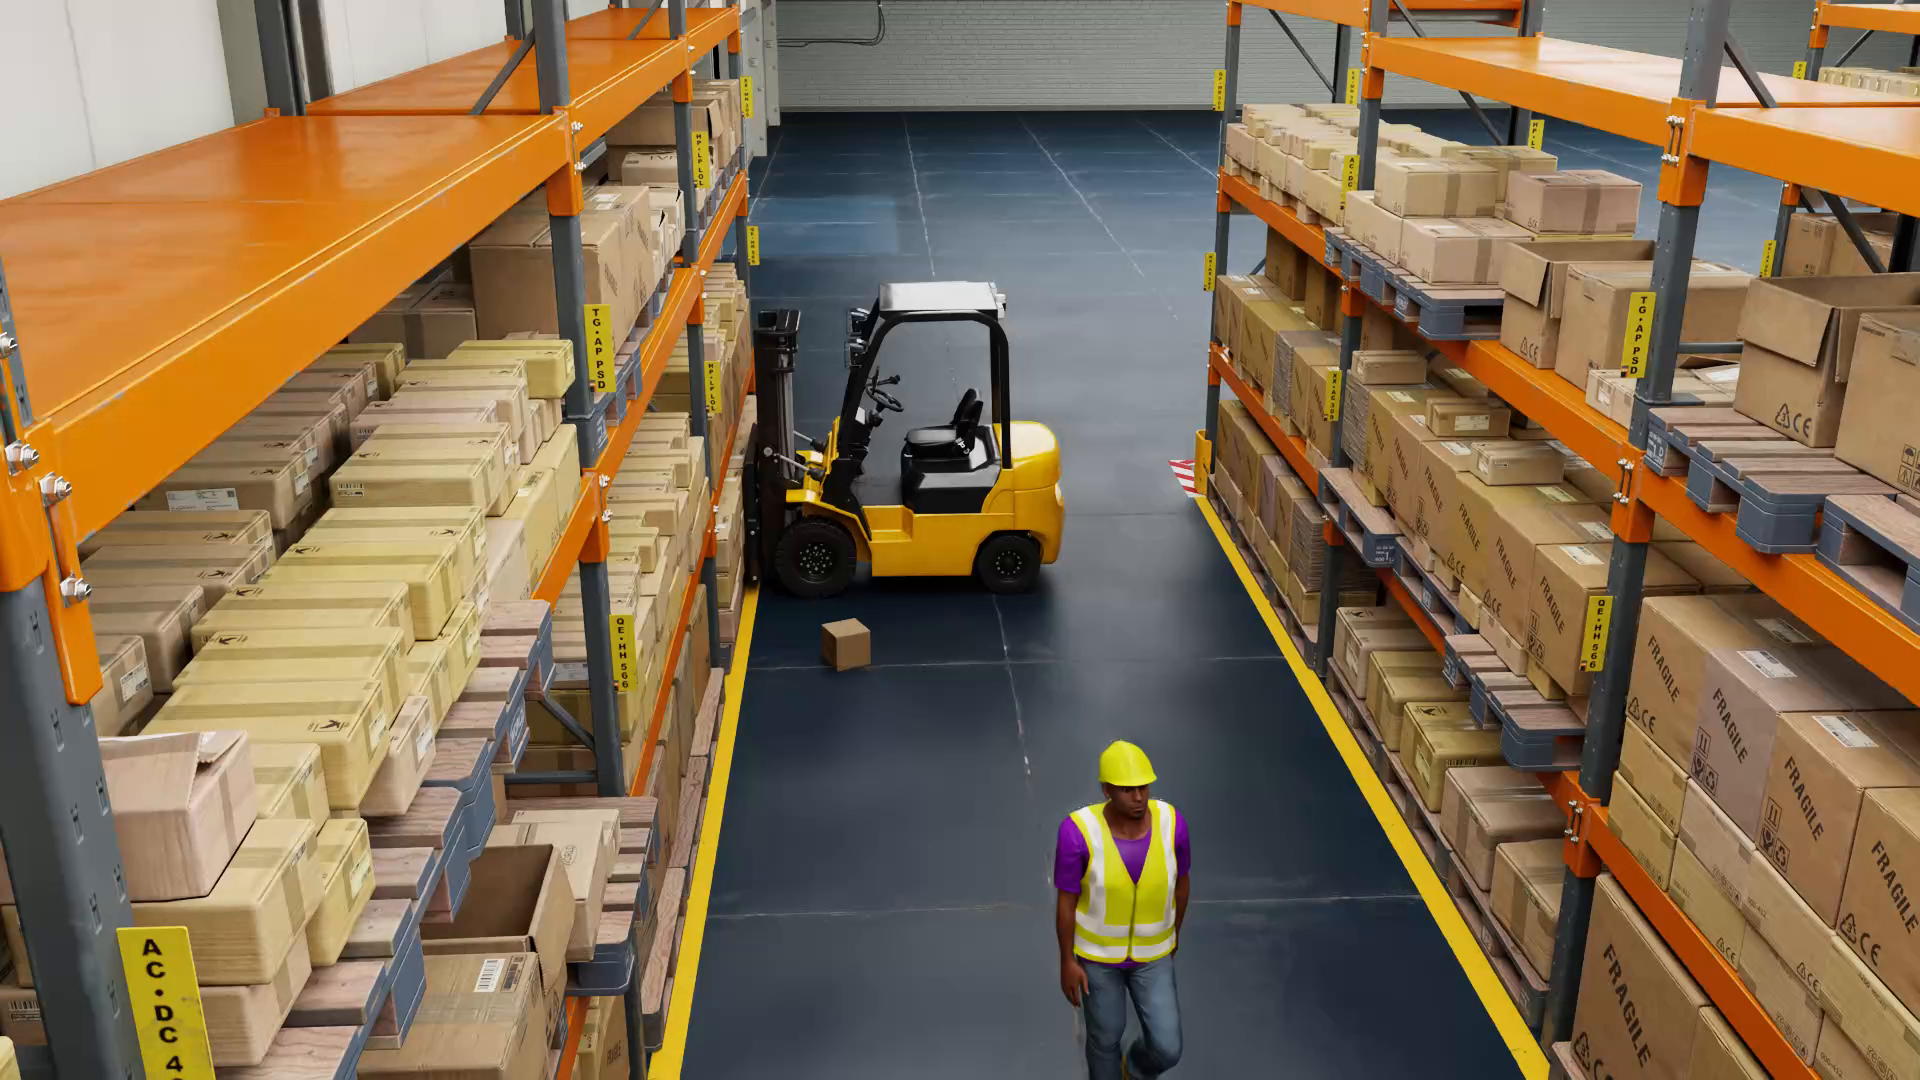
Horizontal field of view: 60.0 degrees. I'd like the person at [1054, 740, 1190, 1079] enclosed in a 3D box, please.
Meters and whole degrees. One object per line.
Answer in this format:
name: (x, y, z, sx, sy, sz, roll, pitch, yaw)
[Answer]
person: (0.651, 1.632, 6.571, 0.563, 1.767, 0.456, -2, 20, -6)
